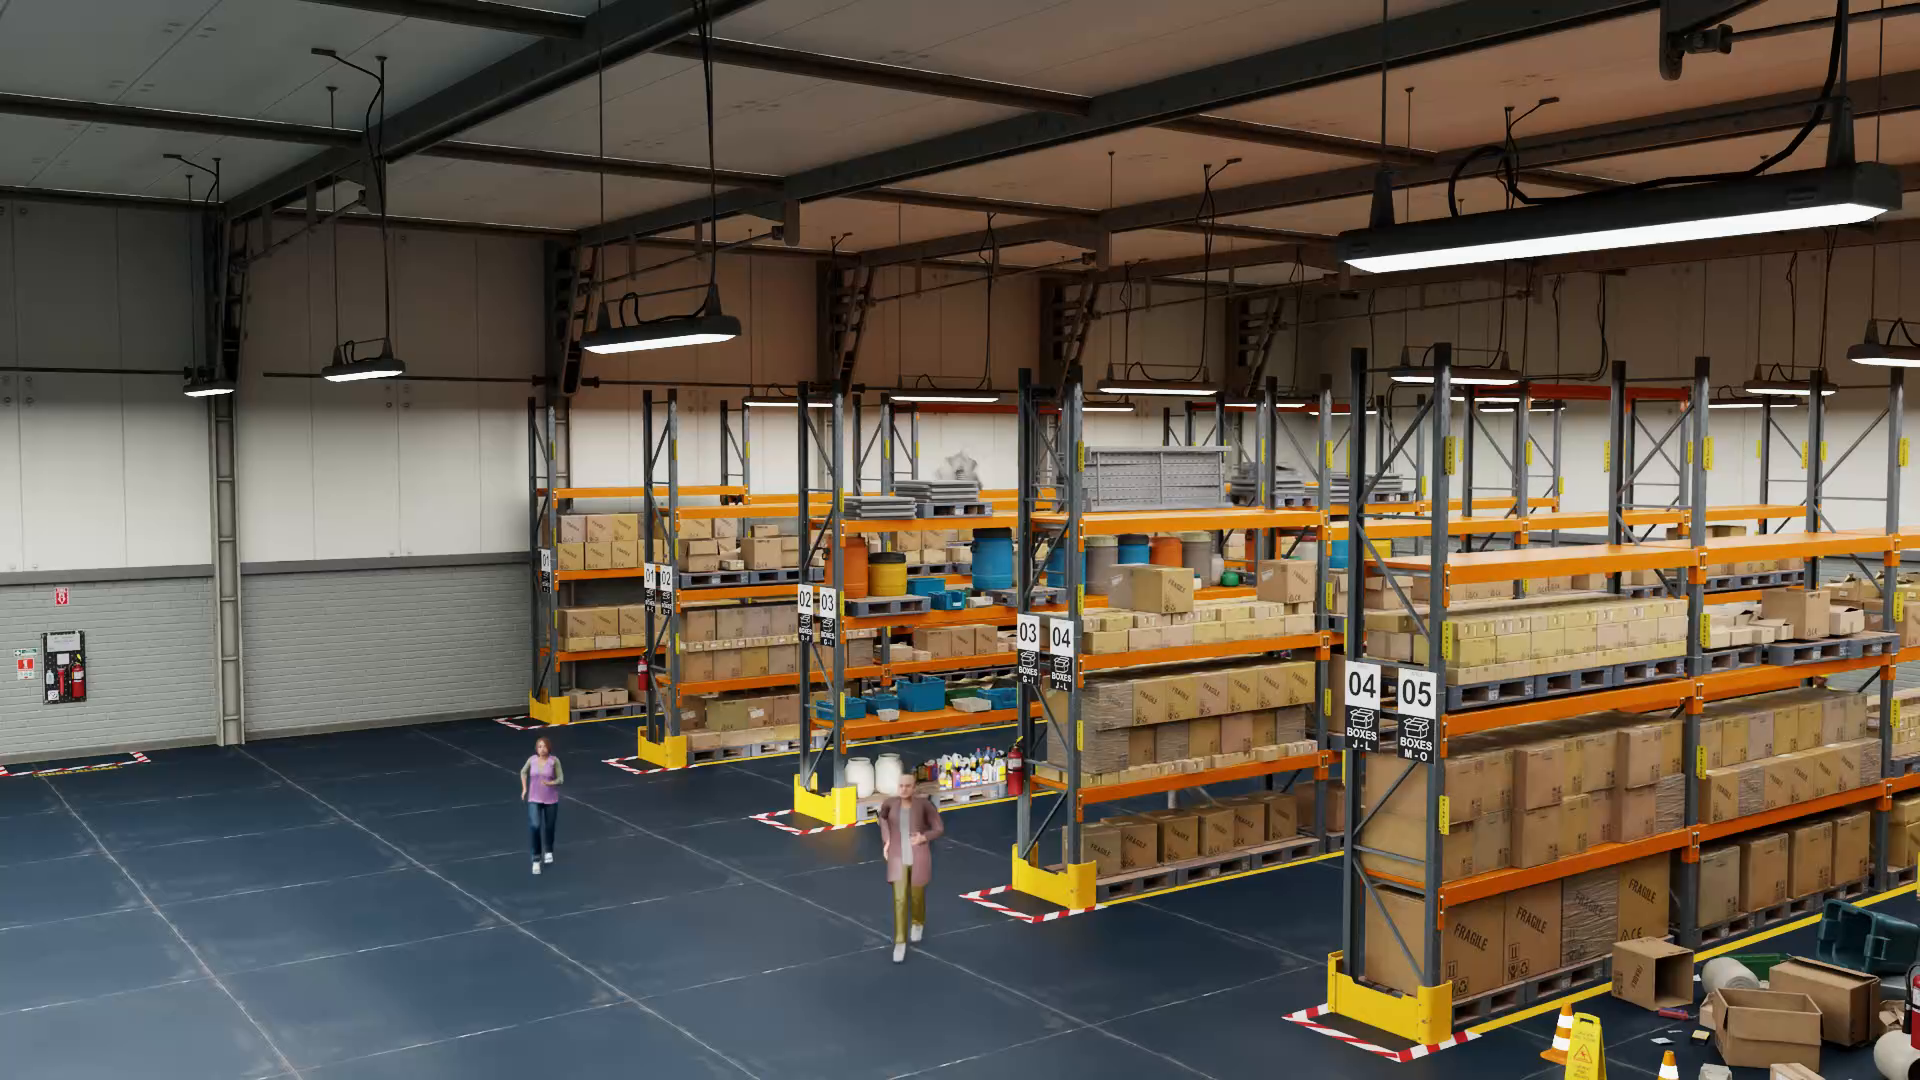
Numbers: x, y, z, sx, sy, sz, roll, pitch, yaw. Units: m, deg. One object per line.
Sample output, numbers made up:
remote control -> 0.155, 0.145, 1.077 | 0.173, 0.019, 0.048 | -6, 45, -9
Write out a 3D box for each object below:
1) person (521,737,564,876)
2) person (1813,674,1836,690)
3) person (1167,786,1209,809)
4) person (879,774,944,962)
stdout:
person -> -5.021, 3.184, 19.994 | 0.504, 1.640, 0.711 | -1, 3, -14
person -> 12.984, 2.798, 25.202 | 0.720, 1.718, 0.683 | -3, 5, -44
person -> 3.054, 2.984, 22.708 | 0.839, 1.652, 0.572 | -3, 4, -41
person -> -0.502, 3.246, 16.808 | 0.699, 1.787, 0.974 | 0, 3, 7
